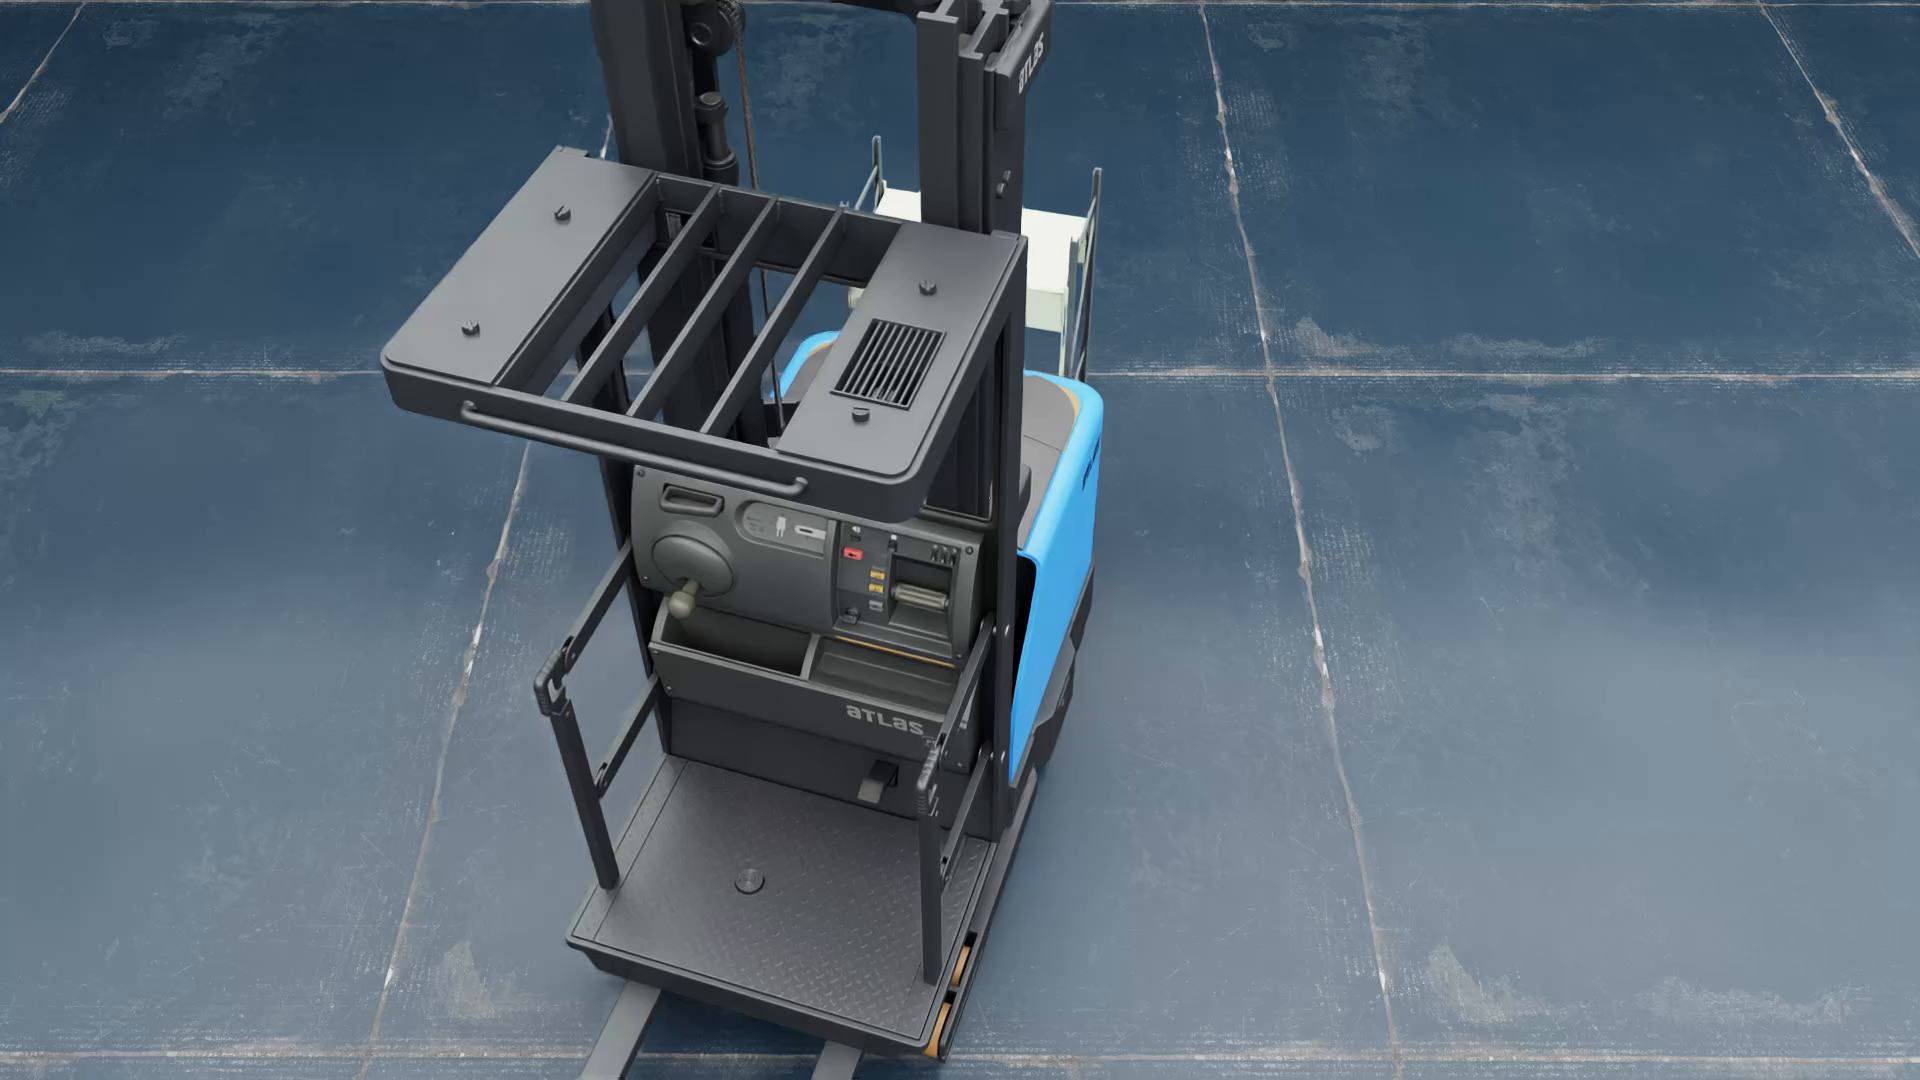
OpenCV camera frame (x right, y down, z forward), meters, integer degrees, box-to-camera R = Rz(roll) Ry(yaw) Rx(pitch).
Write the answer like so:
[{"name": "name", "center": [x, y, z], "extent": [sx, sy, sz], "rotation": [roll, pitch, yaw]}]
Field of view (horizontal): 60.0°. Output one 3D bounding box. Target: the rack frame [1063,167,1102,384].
[{"name": "rack frame", "center": [0.393, -0.535, 5.723], "extent": [0.023, 1.500, 0.400], "rotation": [10, 48, 10]}]

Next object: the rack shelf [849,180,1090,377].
[{"name": "rack shelf", "center": [0.038, -0.866, 5.499], "extent": [0.720, 0.370, 0.431], "rotation": [10, 48, 10]}]

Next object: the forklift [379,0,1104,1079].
[{"name": "forklift", "center": [-0.466, 0.164, 4.095], "extent": [1.130, 2.935, 3.031], "rotation": [13, 48, 12]}]

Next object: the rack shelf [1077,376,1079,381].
[{"name": "rack shelf", "center": [0.038, -0.378, 6.023], "extent": [0.720, 0.370, 0.431], "rotation": [10, 48, 10]}]

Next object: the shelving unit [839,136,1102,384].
[{"name": "shelving unit", "center": [0.038, -0.601, 5.784], "extent": [0.755, 1.500, 0.431], "rotation": [10, 48, 10]}]

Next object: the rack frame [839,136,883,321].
[{"name": "rack frame", "center": [-0.317, -0.666, 5.846], "extent": [0.023, 1.500, 0.400], "rotation": [10, 48, 10]}]
